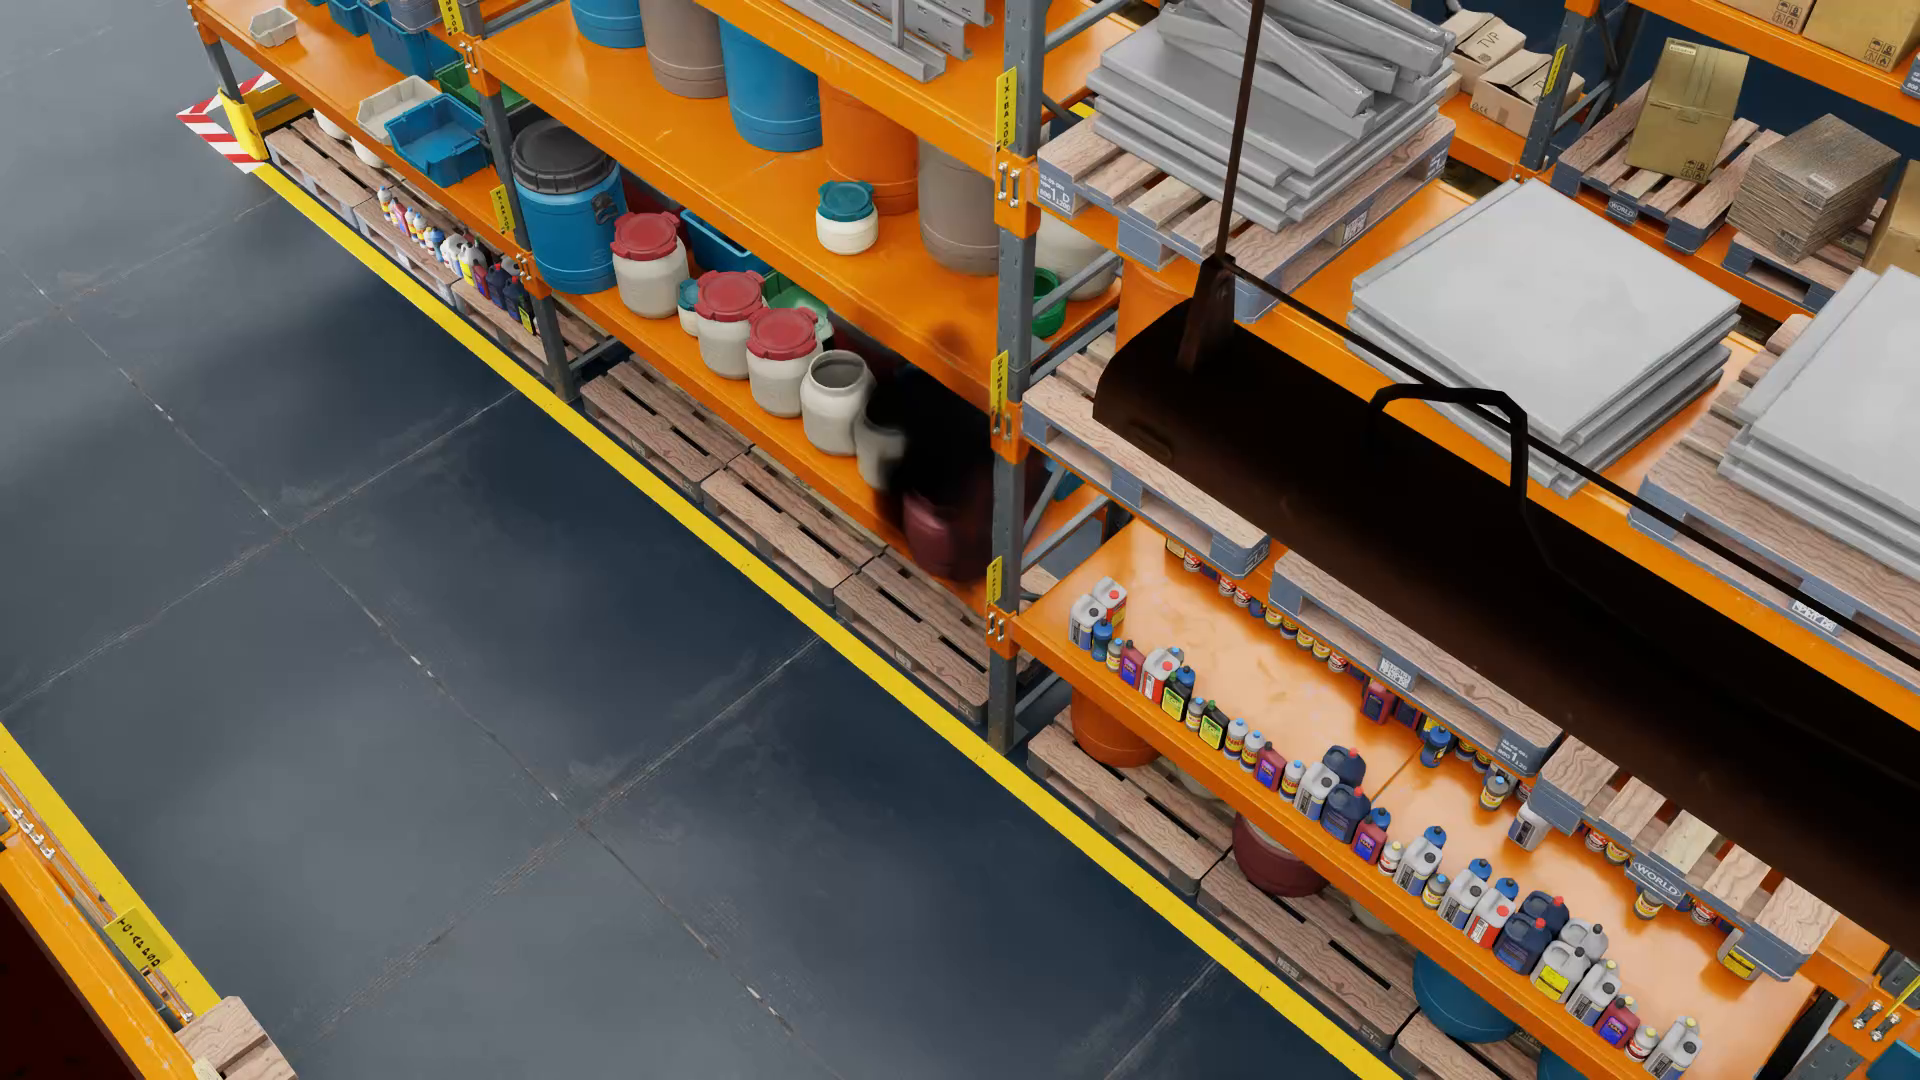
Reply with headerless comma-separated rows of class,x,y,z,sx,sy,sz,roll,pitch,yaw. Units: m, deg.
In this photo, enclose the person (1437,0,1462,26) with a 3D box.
person,3.806,-4.785,13.337,0.778,1.631,0.565,24,54,19
